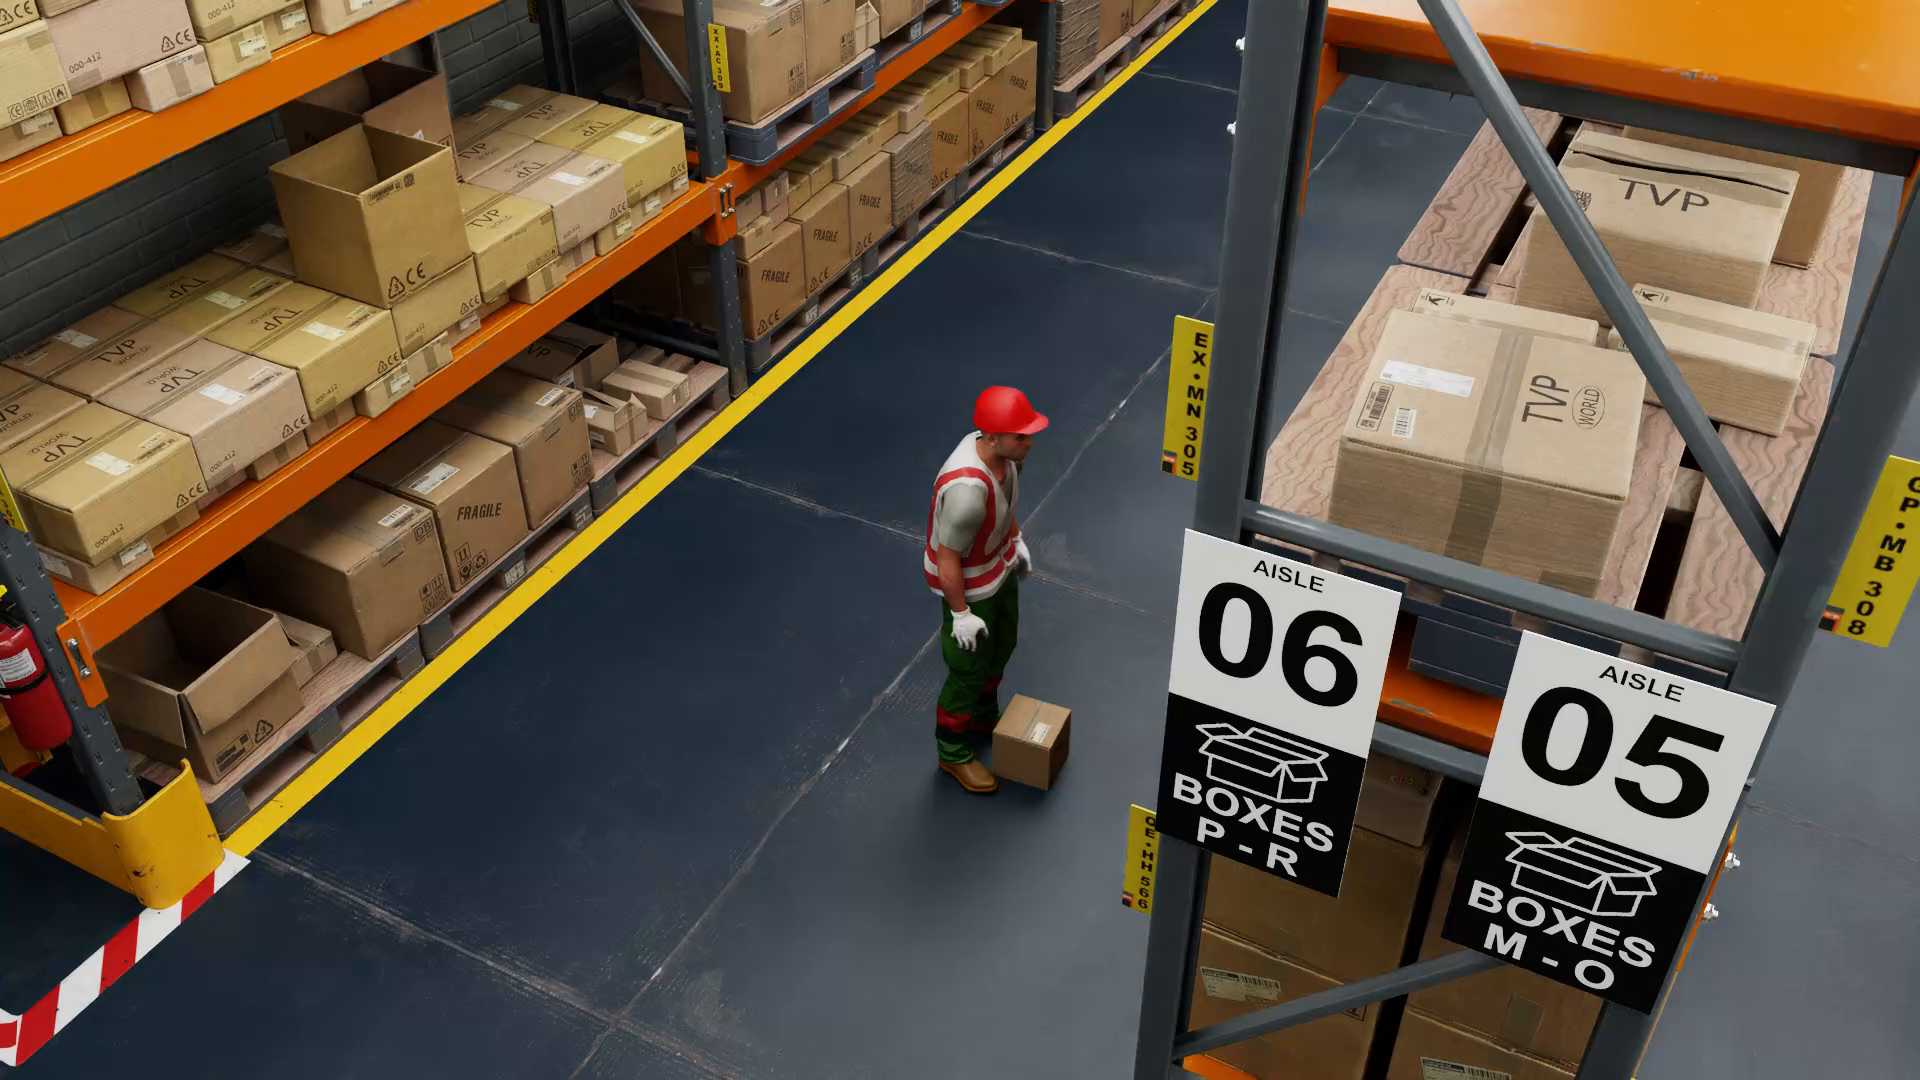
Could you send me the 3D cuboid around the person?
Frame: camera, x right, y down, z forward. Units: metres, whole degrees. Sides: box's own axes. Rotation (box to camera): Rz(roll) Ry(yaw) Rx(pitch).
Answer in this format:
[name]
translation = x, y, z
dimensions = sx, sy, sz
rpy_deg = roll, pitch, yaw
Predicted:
[person]
translation = 0.088, 0.173, 6.514
dimensions = 0.451, 1.778, 0.603
rpy_deg = 17, 41, 21
